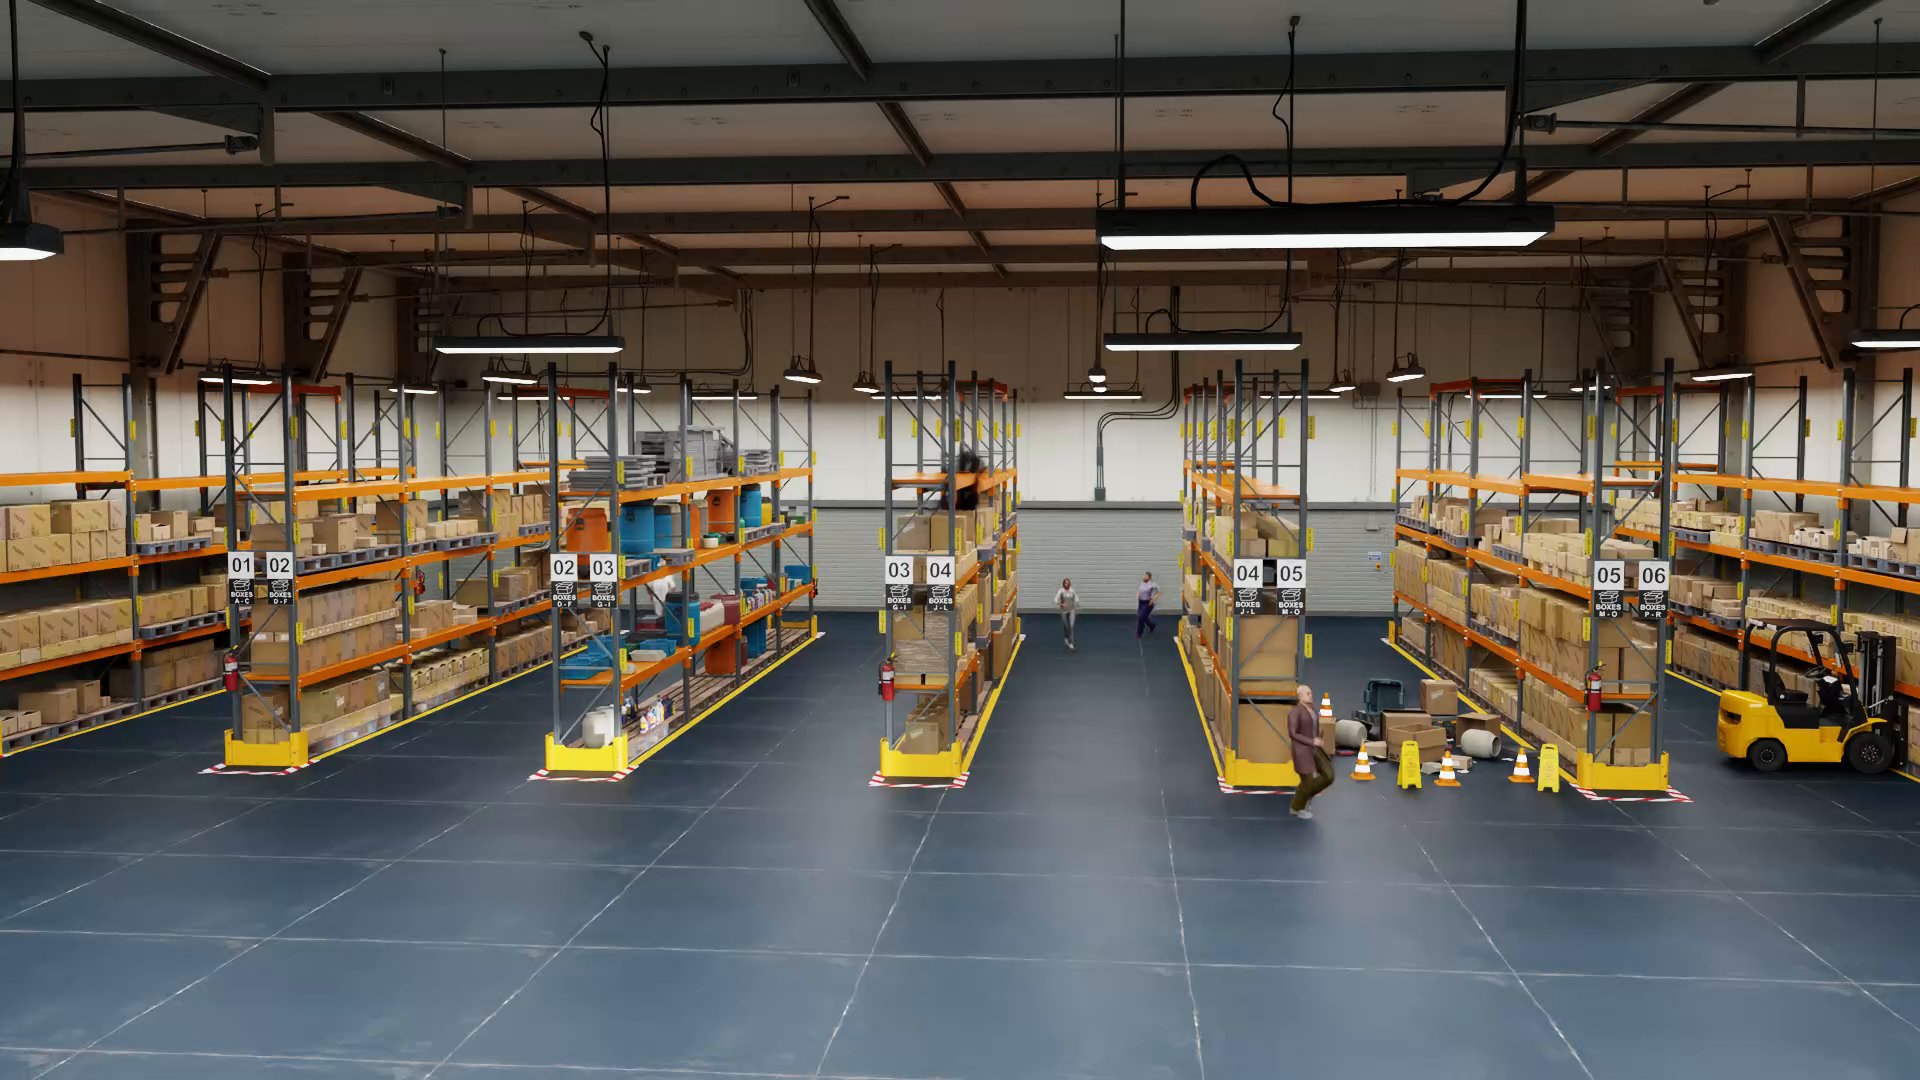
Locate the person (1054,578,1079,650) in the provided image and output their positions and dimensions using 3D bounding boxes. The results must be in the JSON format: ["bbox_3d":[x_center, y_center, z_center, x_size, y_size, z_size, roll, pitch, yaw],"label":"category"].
[{"bbox_3d":[2.456,1.695,38.261,0.582,1.631,0.771,0,4,-7],"label":"person"}]

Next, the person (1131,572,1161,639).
[{"bbox_3d":[4.545,1.578,40.122,0.791,1.613,0.647,-3,5,-35],"label":"person"}]

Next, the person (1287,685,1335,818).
[{"bbox_3d":[4.484,2.730,21.404,0.724,1.732,0.609,-3,5,-42],"label":"person"}]

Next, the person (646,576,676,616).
[{"bbox_3d":[-7.239,1.476,40.239,0.713,1.748,0.826,-1,4,-8],"label":"person"}]
